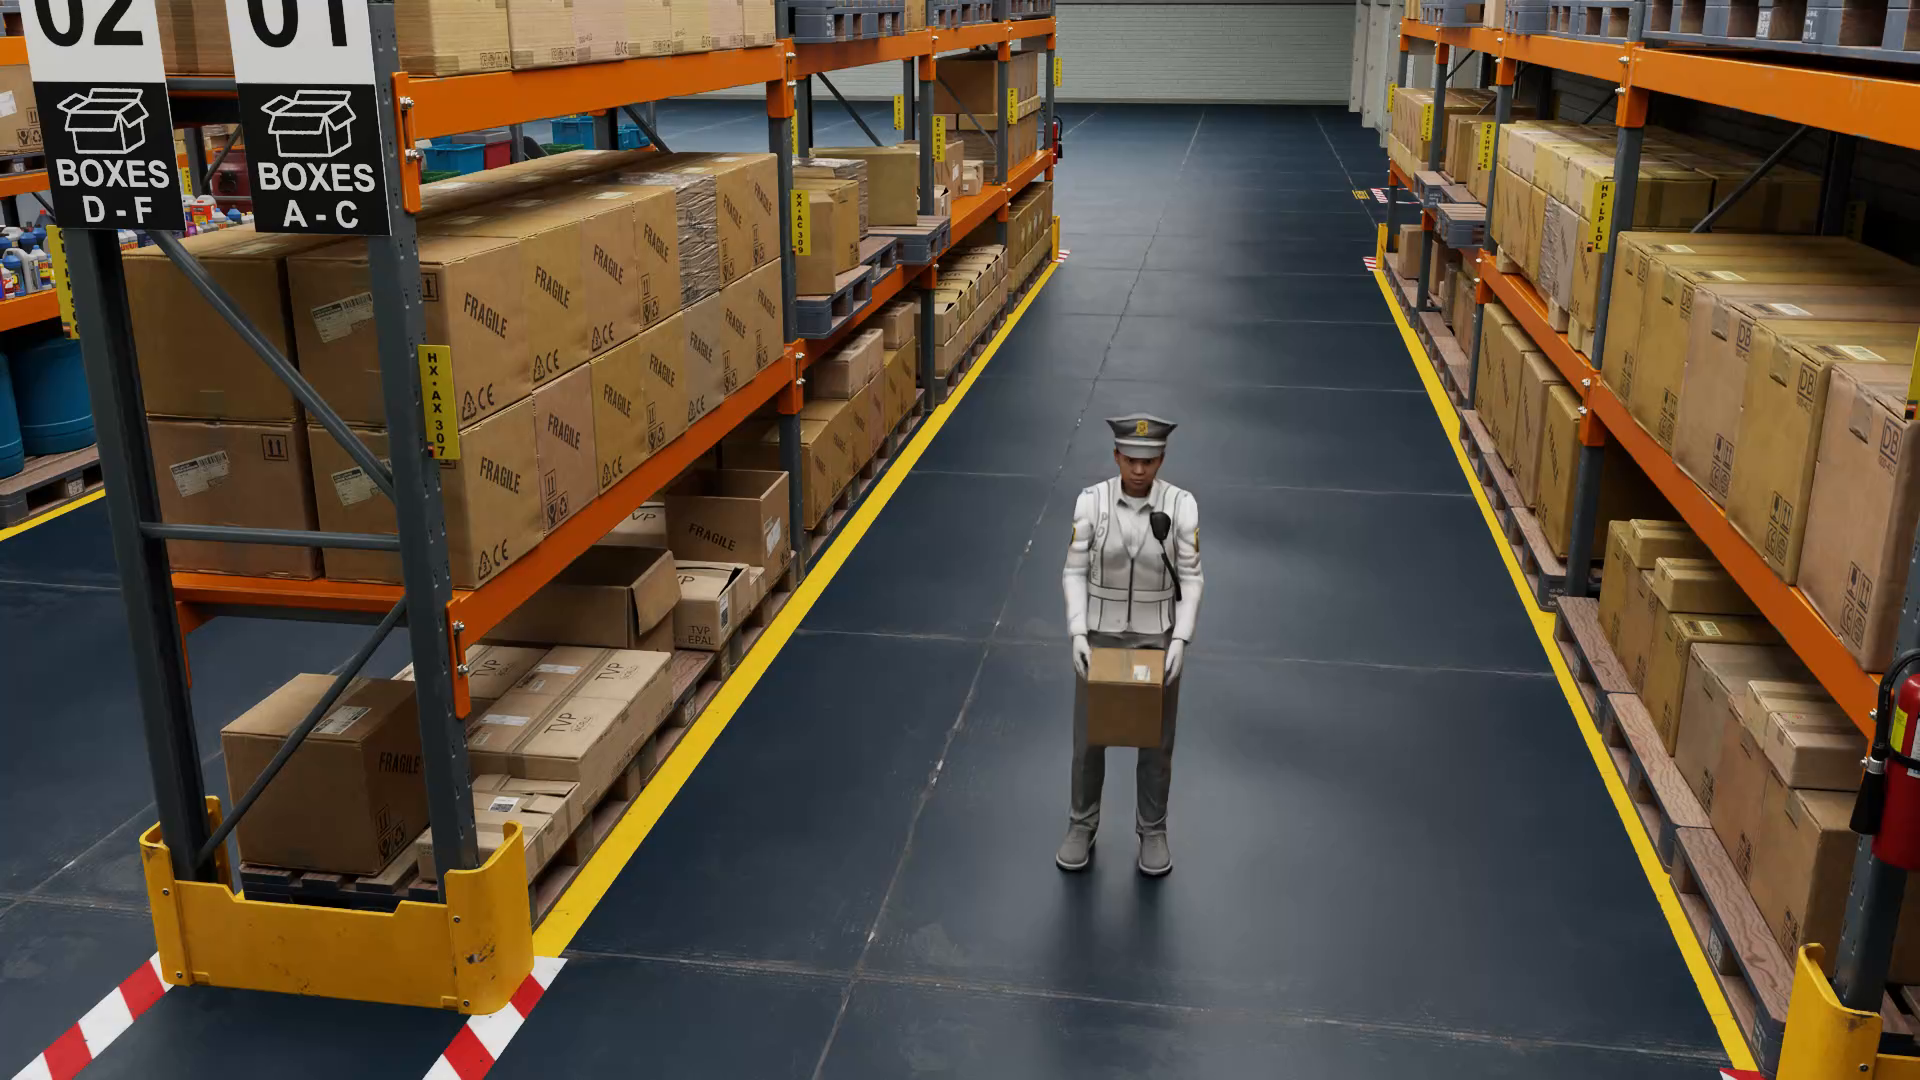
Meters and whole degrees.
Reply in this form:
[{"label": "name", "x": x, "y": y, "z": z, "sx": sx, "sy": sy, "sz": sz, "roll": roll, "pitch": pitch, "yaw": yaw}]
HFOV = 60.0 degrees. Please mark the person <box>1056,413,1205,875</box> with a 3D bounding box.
[{"label": "person", "x": 0.604, "y": 0.366, "z": 5.893, "sx": 0.501, "sy": 1.682, "sz": 0.398, "roll": 3, "pitch": 18, "yaw": 8}]
